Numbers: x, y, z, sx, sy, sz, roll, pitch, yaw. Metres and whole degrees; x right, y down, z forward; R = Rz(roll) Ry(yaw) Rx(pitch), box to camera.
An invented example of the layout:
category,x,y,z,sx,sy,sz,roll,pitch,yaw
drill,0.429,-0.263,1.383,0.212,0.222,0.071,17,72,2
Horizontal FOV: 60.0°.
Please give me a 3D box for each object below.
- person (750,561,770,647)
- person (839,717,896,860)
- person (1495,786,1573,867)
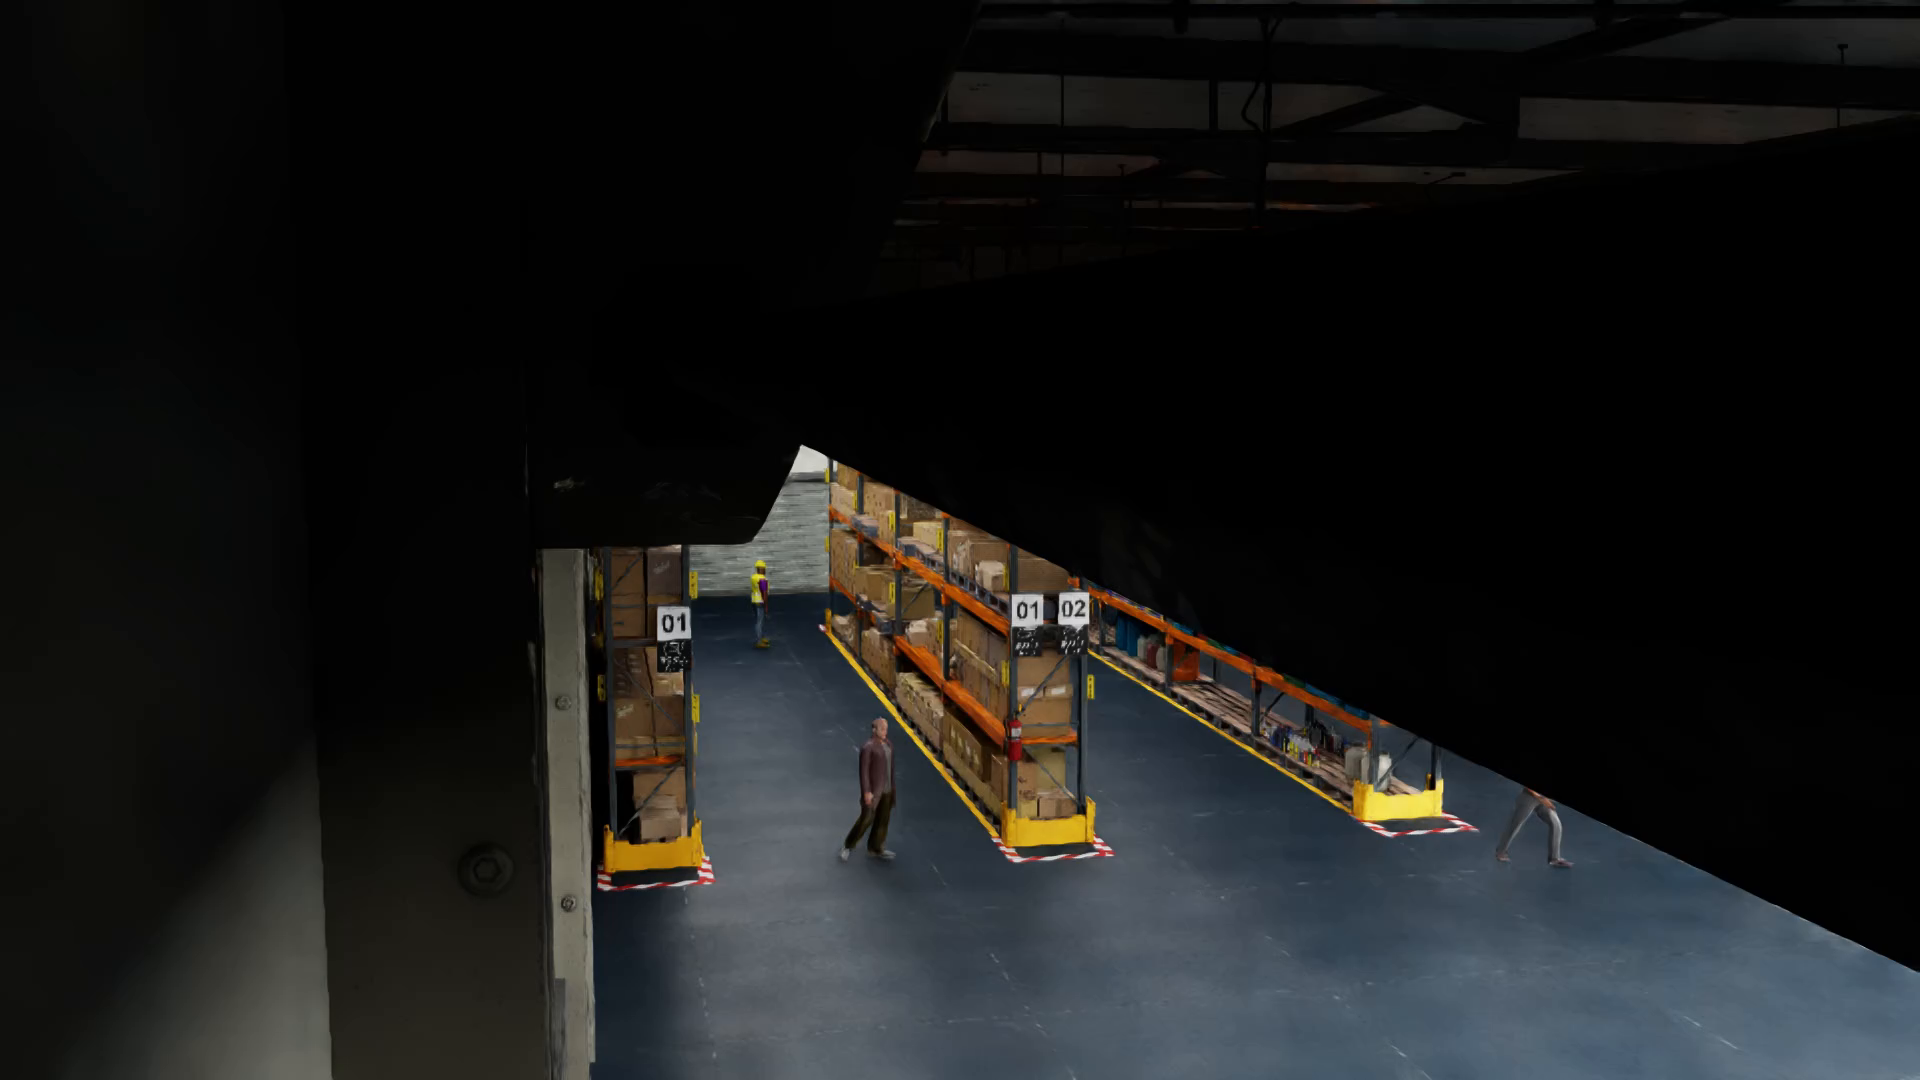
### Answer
category,x,y,z,sx,sy,sz,roll,pitch,yaw
person,-4.132,1.310,34.773,0.468,1.770,0.640,-4,8,-29
person,-1.138,3.095,20.341,0.525,1.666,0.786,5,9,37
person,6.961,3.153,20.164,0.621,1.574,0.828,-4,8,-29
